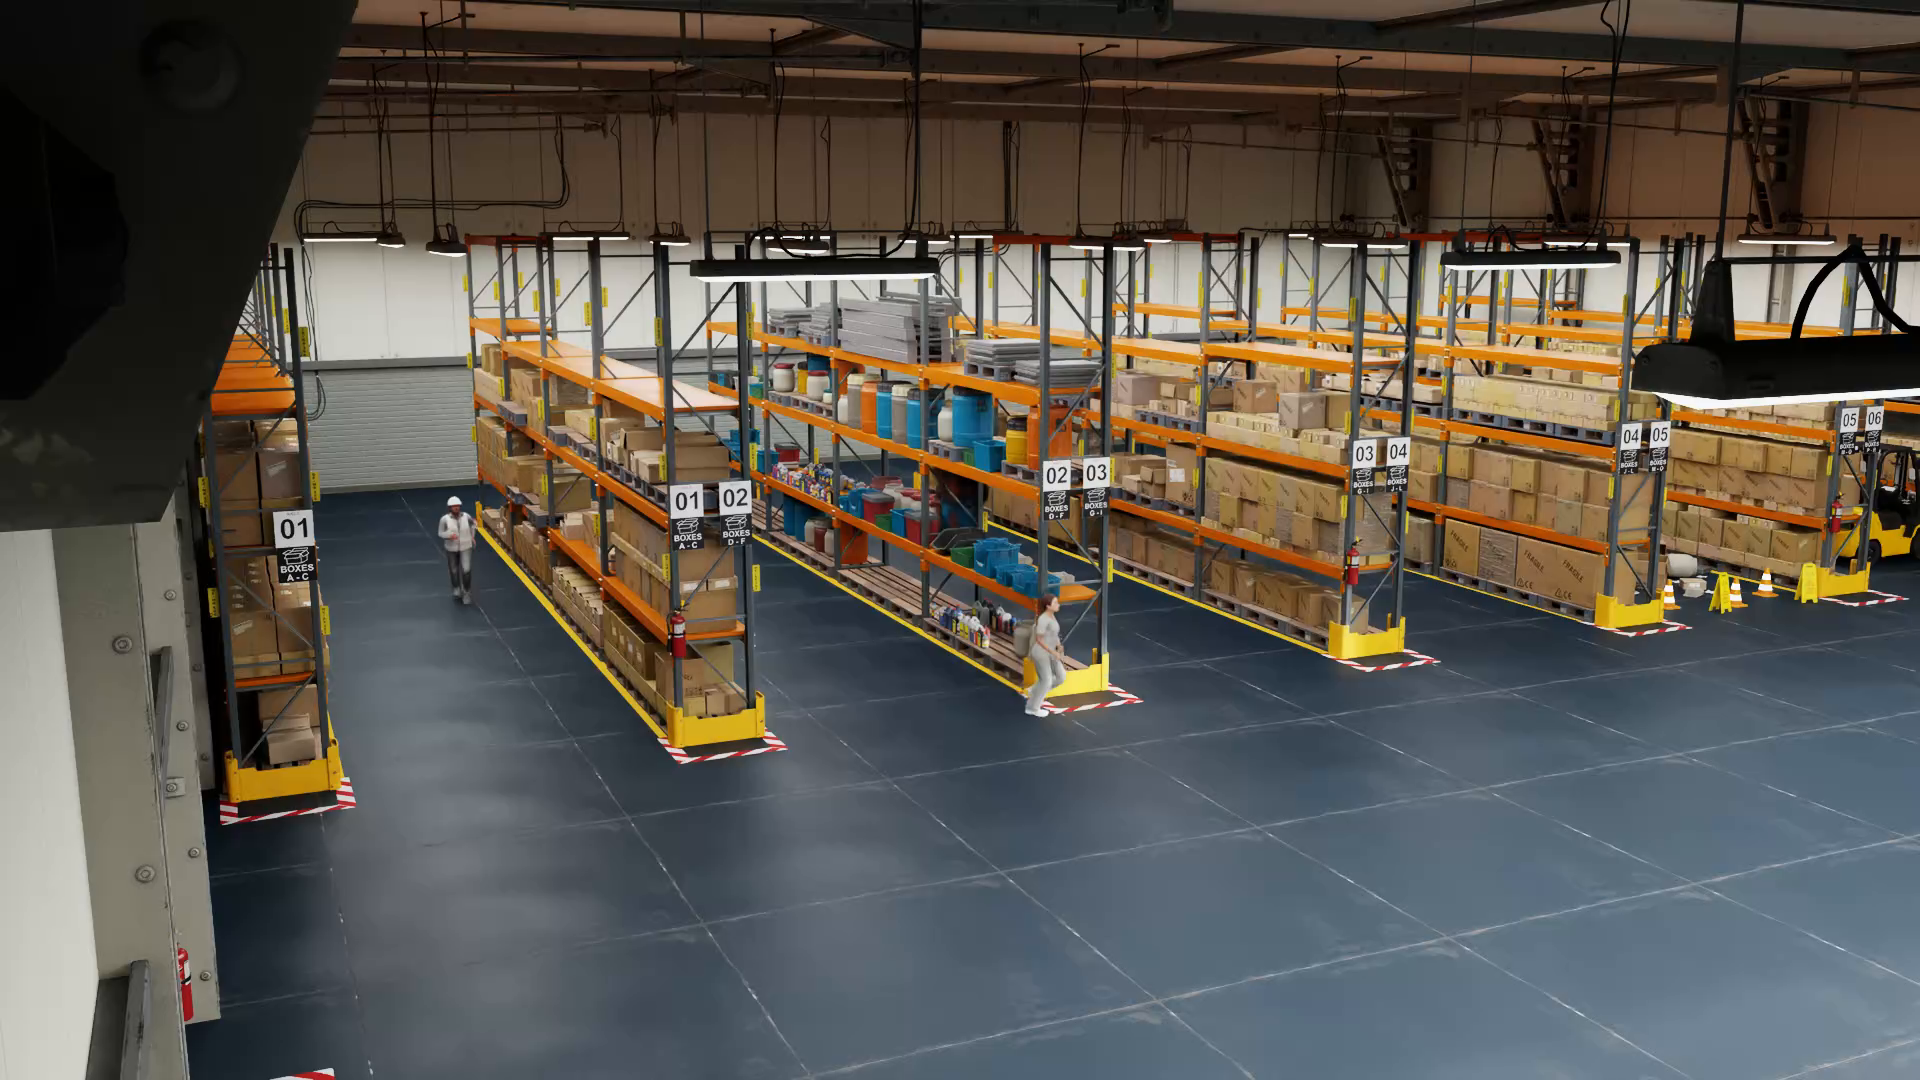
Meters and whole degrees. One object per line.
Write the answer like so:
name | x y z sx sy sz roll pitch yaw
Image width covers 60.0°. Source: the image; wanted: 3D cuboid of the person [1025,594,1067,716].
person | 1.099 1.473 21.329 0.534 1.609 0.529 4 12 20

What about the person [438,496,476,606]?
person | -8.330 0.175 27.602 0.604 1.826 0.834 -4 12 -18
